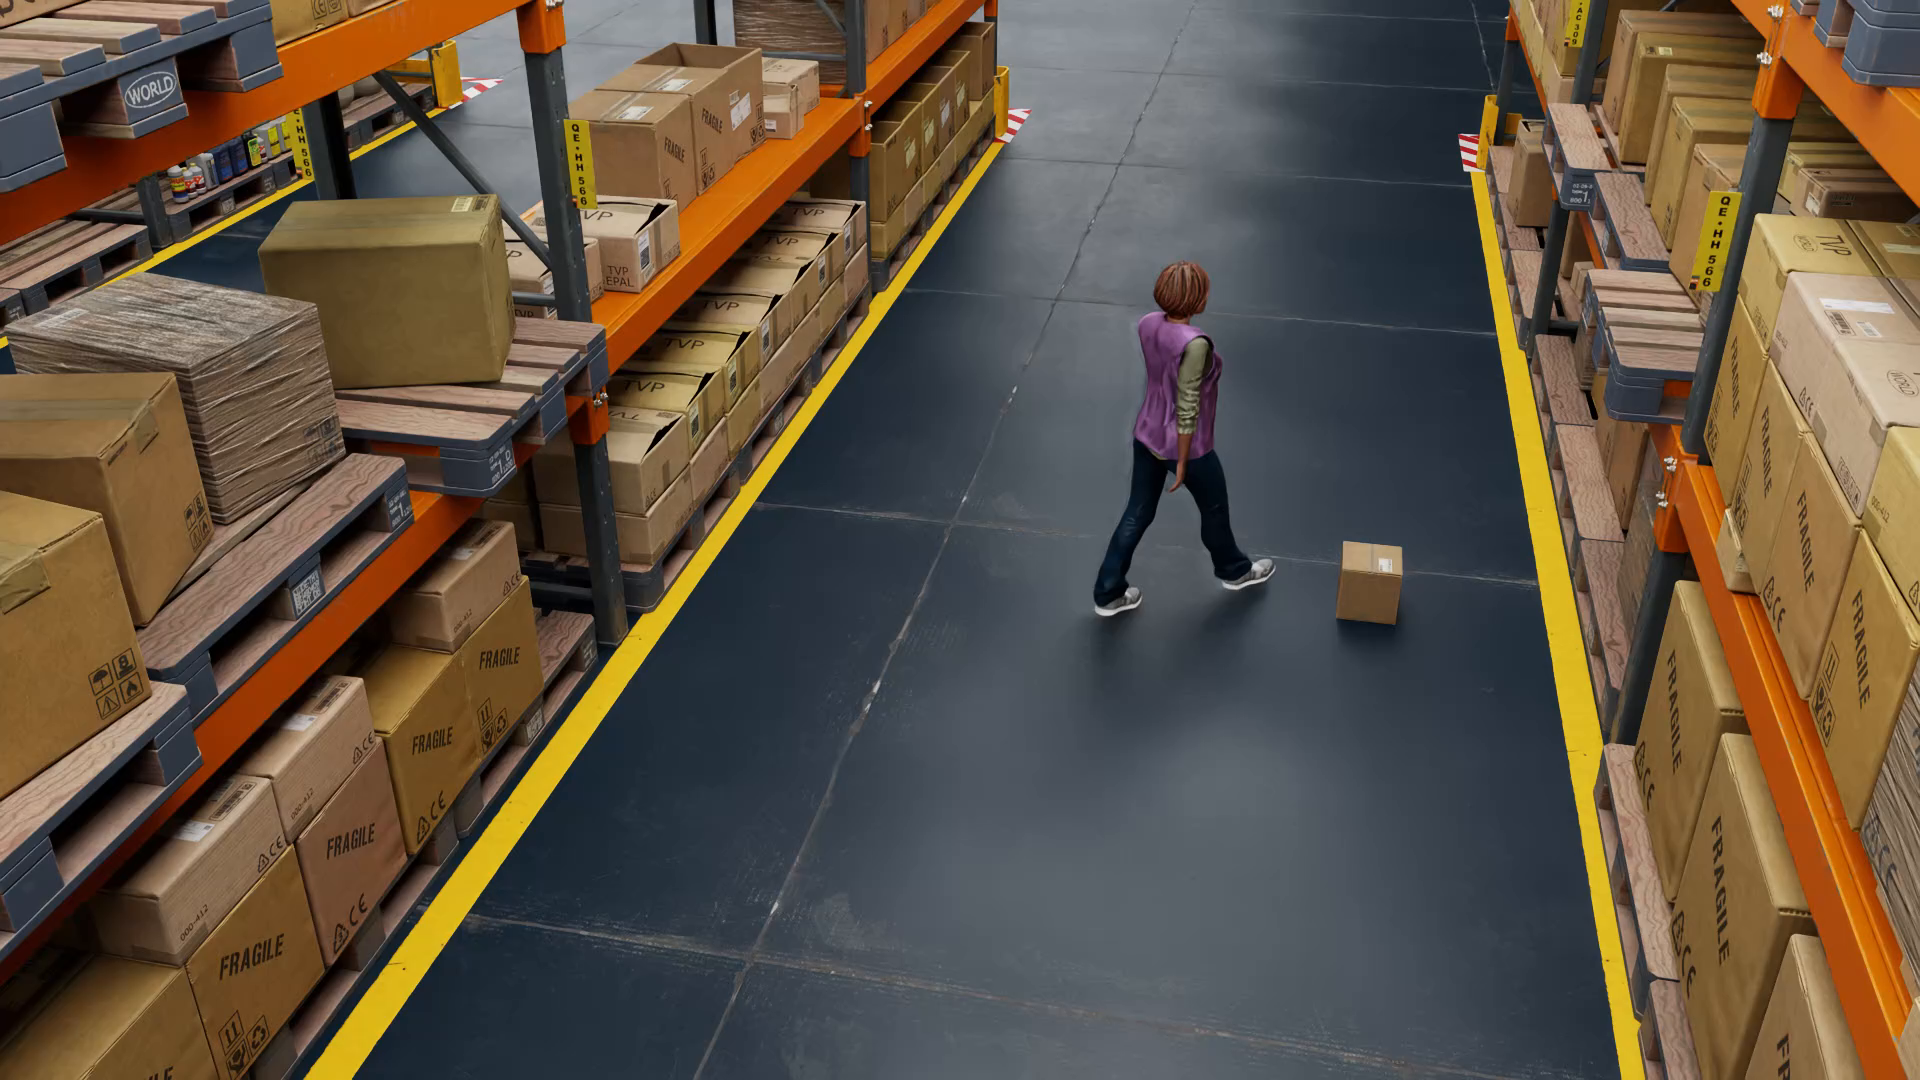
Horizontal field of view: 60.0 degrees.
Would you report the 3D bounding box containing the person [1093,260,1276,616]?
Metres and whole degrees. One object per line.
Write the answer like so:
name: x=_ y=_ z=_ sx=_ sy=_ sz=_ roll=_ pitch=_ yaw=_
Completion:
person: x=0.957 y=-0.438 z=6.898 sx=0.892 sy=1.554 sz=0.427 roll=-19 pitch=34 yaw=-30
